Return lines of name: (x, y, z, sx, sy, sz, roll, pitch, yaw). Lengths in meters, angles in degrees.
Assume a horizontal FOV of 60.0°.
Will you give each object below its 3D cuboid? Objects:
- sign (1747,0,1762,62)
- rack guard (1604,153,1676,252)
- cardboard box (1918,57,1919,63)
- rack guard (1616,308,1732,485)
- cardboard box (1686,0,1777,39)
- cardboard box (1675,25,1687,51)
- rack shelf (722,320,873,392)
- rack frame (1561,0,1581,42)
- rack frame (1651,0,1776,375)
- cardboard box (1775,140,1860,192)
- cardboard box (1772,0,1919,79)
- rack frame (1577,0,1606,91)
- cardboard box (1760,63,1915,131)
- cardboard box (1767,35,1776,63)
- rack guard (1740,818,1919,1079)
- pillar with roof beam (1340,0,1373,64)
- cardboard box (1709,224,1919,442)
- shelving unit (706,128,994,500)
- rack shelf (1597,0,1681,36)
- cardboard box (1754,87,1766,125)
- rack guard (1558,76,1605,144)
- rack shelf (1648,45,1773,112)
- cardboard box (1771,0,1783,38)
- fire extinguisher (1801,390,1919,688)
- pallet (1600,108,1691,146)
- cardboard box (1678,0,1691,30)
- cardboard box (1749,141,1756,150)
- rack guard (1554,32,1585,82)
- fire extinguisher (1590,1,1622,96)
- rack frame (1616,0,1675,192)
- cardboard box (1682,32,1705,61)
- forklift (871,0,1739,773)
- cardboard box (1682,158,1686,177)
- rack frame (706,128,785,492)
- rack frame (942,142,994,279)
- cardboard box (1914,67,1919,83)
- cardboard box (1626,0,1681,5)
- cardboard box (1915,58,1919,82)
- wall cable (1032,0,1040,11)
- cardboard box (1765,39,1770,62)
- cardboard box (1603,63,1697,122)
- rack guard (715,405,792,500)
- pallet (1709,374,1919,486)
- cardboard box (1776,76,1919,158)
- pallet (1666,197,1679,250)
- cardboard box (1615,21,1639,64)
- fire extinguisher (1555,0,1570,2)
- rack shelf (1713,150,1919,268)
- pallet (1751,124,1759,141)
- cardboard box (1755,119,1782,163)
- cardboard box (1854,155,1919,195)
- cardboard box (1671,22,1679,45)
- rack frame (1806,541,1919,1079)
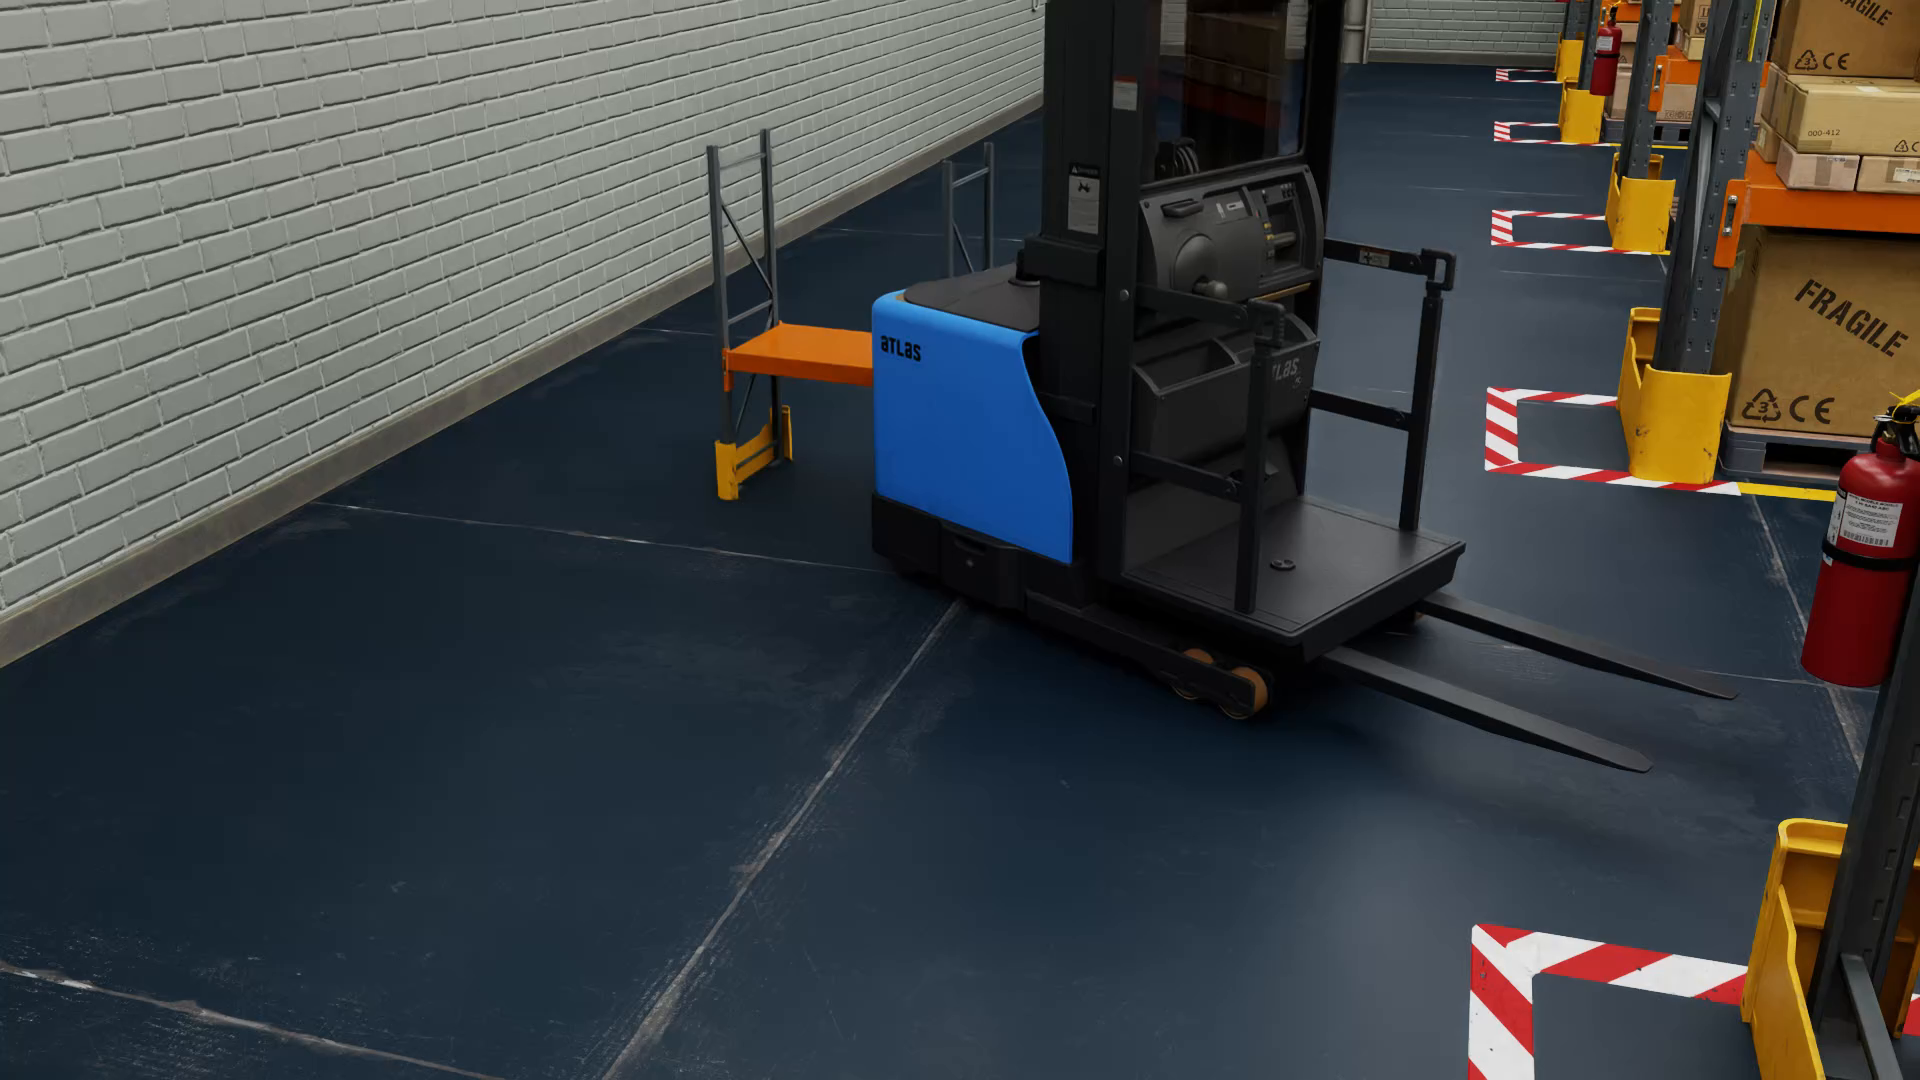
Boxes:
sign: (3.192, -2.090, 6.667, 0.005, 0.325, 0.100, 7, 23, 16)
rack guard: (4.960, -2.480, 12.156, 0.348, 0.500, 1.175, 7, 23, 16)
cardboard box: (6.369, -3.257, 11.089, 0.250, 0.149, 0.380, 6, 23, 14)
rack guard: (3.335, -0.700, 7.817, 0.348, 0.500, 1.175, 7, 23, 16)
cardboard box: (5.237, -3.679, 11.262, 0.500, 0.500, 0.500, 8, 24, 18)
cardboard box: (5.281, -3.595, 11.913, 0.250, 0.149, 0.380, 7, 23, 16)
rack shelf: (-0.440, -0.739, 7.069, 1.000, 0.185, 0.538, 8, 24, 20)
rack frame: (7.651, -7.258, 20.511, 0.127, 3.000, 1.000, 7, 23, 16)
rack frame: (3.358, -1.853, 7.336, 0.127, 3.000, 1.000, 7, 23, 16)
cardboard box: (3.602, -1.578, 6.997, 0.250, 0.149, 0.380, 7, 23, 16)
cardboard box: (3.900, -2.311, 7.268, 0.500, 0.500, 0.500, 7, 23, 16)
rack frame: (6.220, -5.454, 16.114, 0.127, 3.000, 1.000, 7, 23, 16)
cardboard box: (3.898, -1.965, 7.414, 0.500, 0.250, 0.500, 6, 23, 15)
cardboard box: (5.600, -3.312, 11.222, 0.250, 0.149, 0.380, 6, 23, 14)
rack guard: (1.900, 1.105, 3.418, 0.348, 0.500, 1.175, 7, 23, 16)
pillar with roof beam: (4.086, -9.092, 17.079, 0.400, 9.000, 9.100, 7, 23, 16)
cardboard box: (3.994, -1.024, 7.559, 0.875, 0.875, 0.875, 7, 23, 16)
shelving unit: (-0.449, -0.906, 7.004, 1.083, 1.500, 0.587, 8, 24, 20)
rack shelf: (8.135, -4.902, 15.716, 4.000, 0.370, 1.077, 7, 23, 16)
cardboard box: (7.760, -4.330, 16.195, 0.875, 0.438, 0.875, 7, 23, 17)
rack guard: (6.197, -4.300, 16.595, 0.348, 0.500, 1.175, 7, 23, 16)
rack shelf: (6.802, -3.092, 11.304, 4.000, 0.370, 1.077, 7, 23, 16)
cardboard box: (5.757, -3.629, 11.142, 0.500, 0.500, 0.500, 7, 23, 16)
fire extinguisher: (1.914, -0.027, 3.477, 0.183, 0.674, 0.296, 7, 23, 16)
pallet: (7.009, -4.105, 16.499, 1.213, 0.211, 1.003, 7, 23, 16)
cardboard box: (5.392, -3.873, 11.735, 0.500, 0.500, 0.500, 7, 23, 17)
cardboard box: (5.691, -2.781, 12.016, 0.250, 0.149, 0.380, 7, 23, 17)
rack guard: (7.723, -6.093, 20.966, 0.348, 0.500, 1.175, 7, 23, 16)
fire extinguisher: (4.779, -3.631, 12.264, 0.183, 0.674, 0.296, 7, 23, 16)
rack frame: (4.887, -3.645, 11.702, 0.127, 3.000, 1.000, 7, 23, 16)
cardboard box: (5.103, -3.374, 11.373, 0.250, 0.149, 0.380, 6, 23, 15)
forklift: (1.058, -1.000, 5.345, 3.031, 2.935, 1.130, 21, 30, 41)
cardboard box: (5.475, -2.703, 12.219, 0.250, 0.149, 0.380, 6, 23, 14)
rack frame: (-0.914, -0.975, 7.171, 0.032, 1.500, 0.500, 8, 24, 20)
rack frame: (0.034, -0.835, 6.830, 0.032, 1.500, 0.500, 8, 24, 20)
cardboard box: (4.384, -1.909, 7.278, 0.500, 0.250, 0.500, 6, 23, 15)
cardboard box: (6.597, -5.343, 15.712, 0.500, 0.500, 0.500, 6, 23, 15)
cardboard box: (4.218, -2.063, 6.665, 0.500, 0.500, 0.500, 6, 23, 14)
wall cable: (0.815, -6.548, 17.401, 0.123, 1.953, 0.585, 7, 23, 16)
cardboard box: (5.358, -3.361, 11.342, 0.250, 0.149, 0.380, 7, 23, 17)
cardboard box: (6.881, -4.427, 16.433, 0.875, 0.438, 0.875, 6, 23, 14)
rack guard: (-0.913, -0.397, 7.408, 0.087, 0.250, 0.587, 8, 24, 20)
pallet: (4.146, -0.504, 7.721, 1.213, 0.211, 1.003, 7, 23, 16)
cardboard box: (3.739, -1.771, 6.941, 0.500, 0.250, 0.500, 6, 23, 14)
pallet: (5.728, -2.244, 11.963, 1.213, 0.211, 1.003, 7, 23, 16)
cardboard box: (8.209, -6.196, 20.658, 0.637, 0.503, 0.797, 6, 23, 13)
fire extinguisher: (7.376, -6.898, 20.227, 0.183, 0.674, 0.296, 7, 23, 16)
rack shelf: (5.273, -1.301, 6.938, 4.000, 0.370, 1.077, 7, 23, 16)
pallet: (8.173, -3.970, 16.171, 1.213, 0.211, 1.003, 7, 23, 16)
cardboard box: (3.794, -1.818, 7.580, 0.250, 0.149, 0.380, 7, 23, 17)
cardboard box: (3.848, -1.551, 6.929, 0.250, 0.149, 0.380, 6, 23, 15)
cardboard box: (9.016, -6.086, 20.396, 0.500, 0.500, 0.700, 8, 23, 18)
rack frame: (1.927, -0.054, 2.949, 0.127, 3.000, 1.000, 7, 23, 16)
